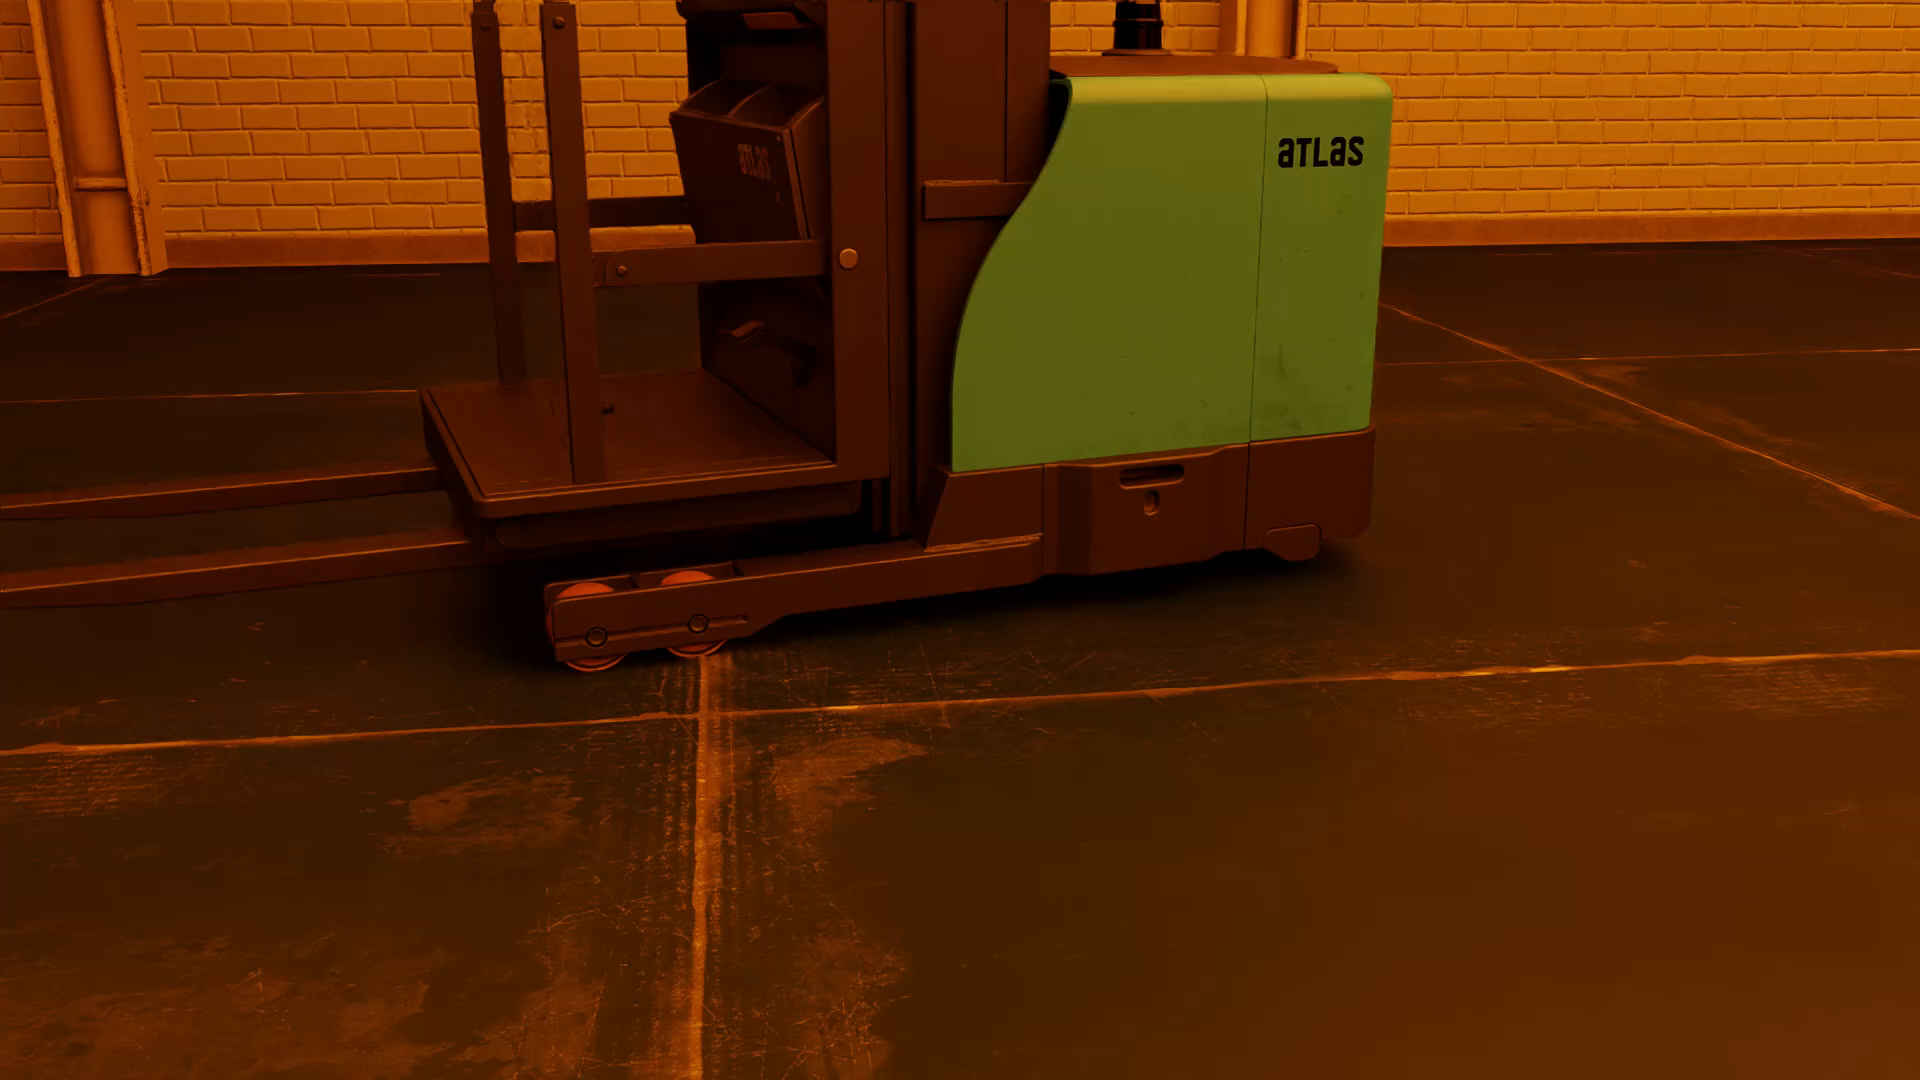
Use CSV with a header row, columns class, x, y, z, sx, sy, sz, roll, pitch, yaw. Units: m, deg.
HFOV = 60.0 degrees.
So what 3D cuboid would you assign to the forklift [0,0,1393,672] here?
class,x,y,z,sx,sy,sz,roll,pitch,yaw
forklift,-0.629,-1.327,3.289,3.031,2.935,1.130,-7,18,-21
